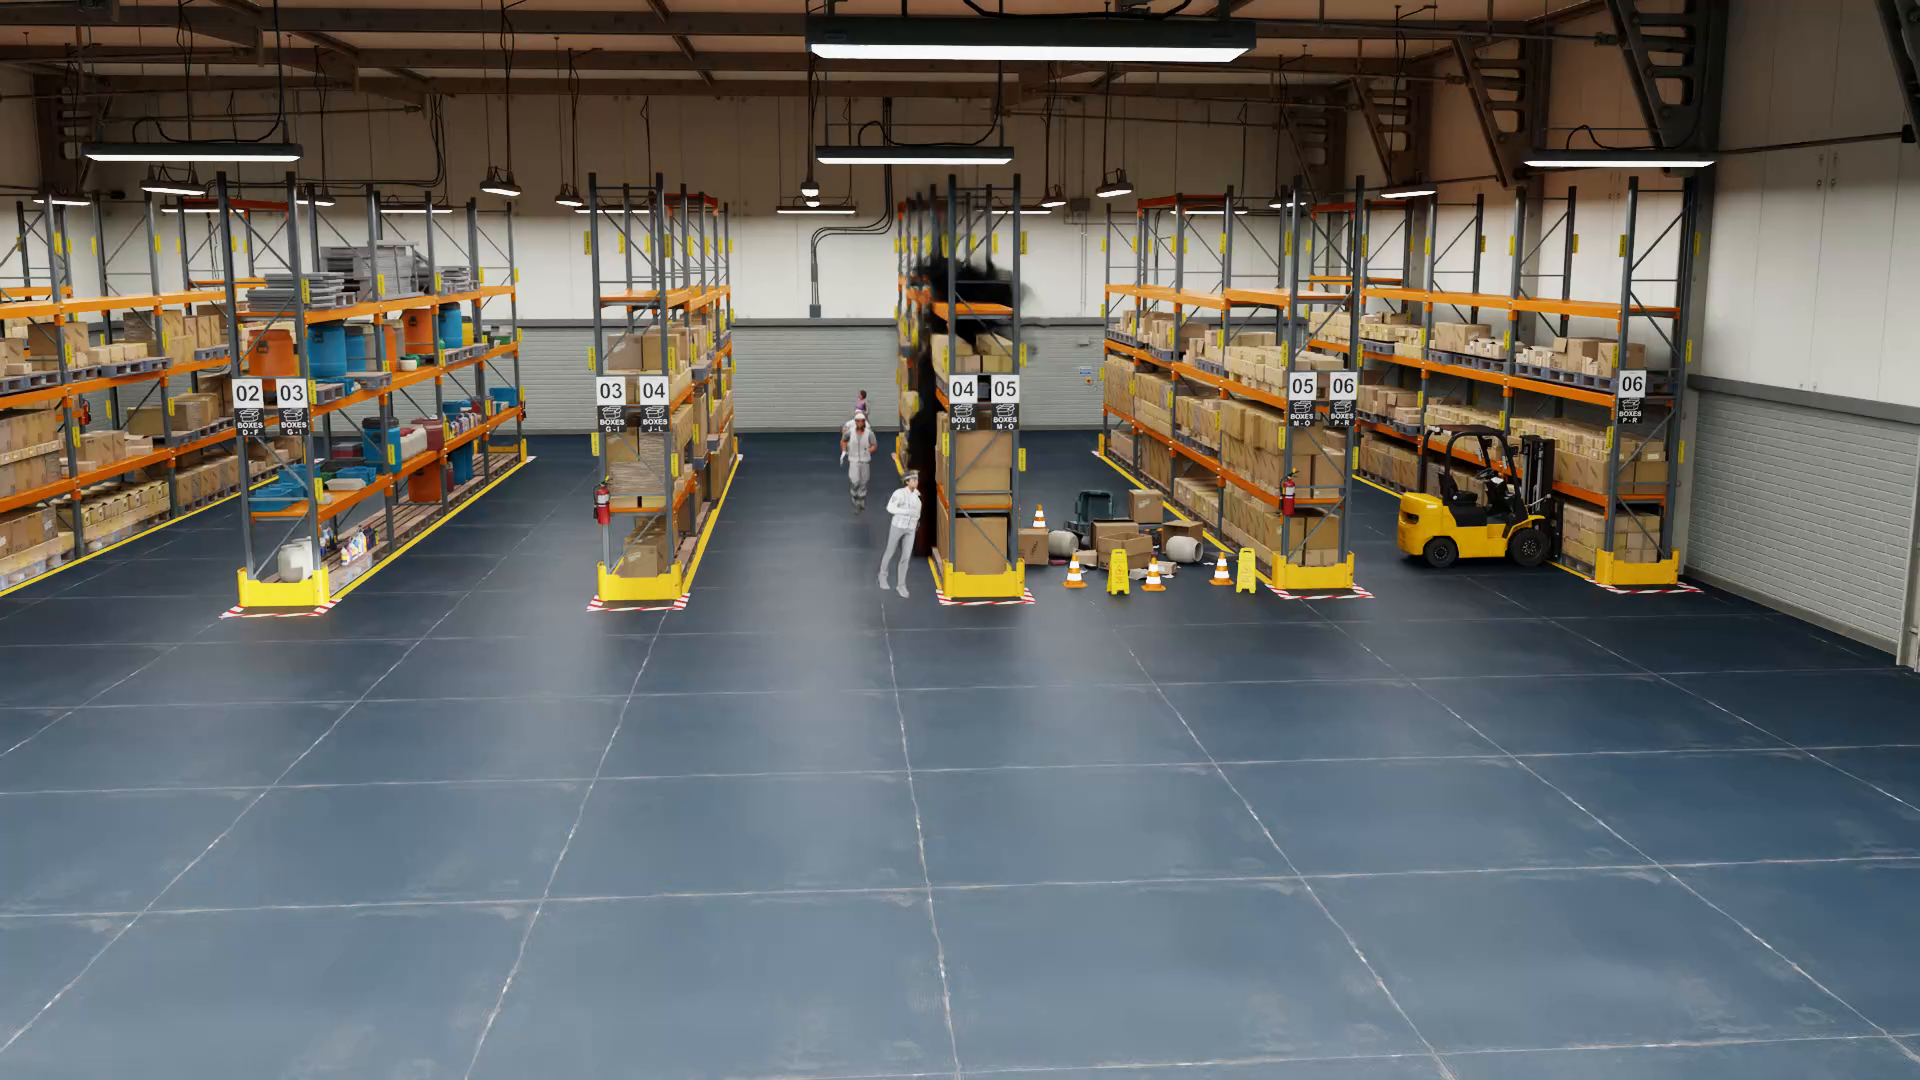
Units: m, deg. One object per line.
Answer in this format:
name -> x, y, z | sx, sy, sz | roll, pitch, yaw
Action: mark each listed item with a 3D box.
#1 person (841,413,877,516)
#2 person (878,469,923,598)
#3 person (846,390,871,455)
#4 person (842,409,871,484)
person -> -1.797, -1.355, 29.631 | 0.649, 1.816, 0.772 | -1, 10, -7
person -> -0.738, -0.125, 22.957 | 0.621, 1.722, 0.757 | -5, 11, -28
person -> -2.340, -2.870, 40.443 | 0.554, 1.583, 0.817 | 10, 14, 43
person -> -2.152, -1.937, 34.971 | 0.603, 1.623, 0.605 | -2, 10, -11
